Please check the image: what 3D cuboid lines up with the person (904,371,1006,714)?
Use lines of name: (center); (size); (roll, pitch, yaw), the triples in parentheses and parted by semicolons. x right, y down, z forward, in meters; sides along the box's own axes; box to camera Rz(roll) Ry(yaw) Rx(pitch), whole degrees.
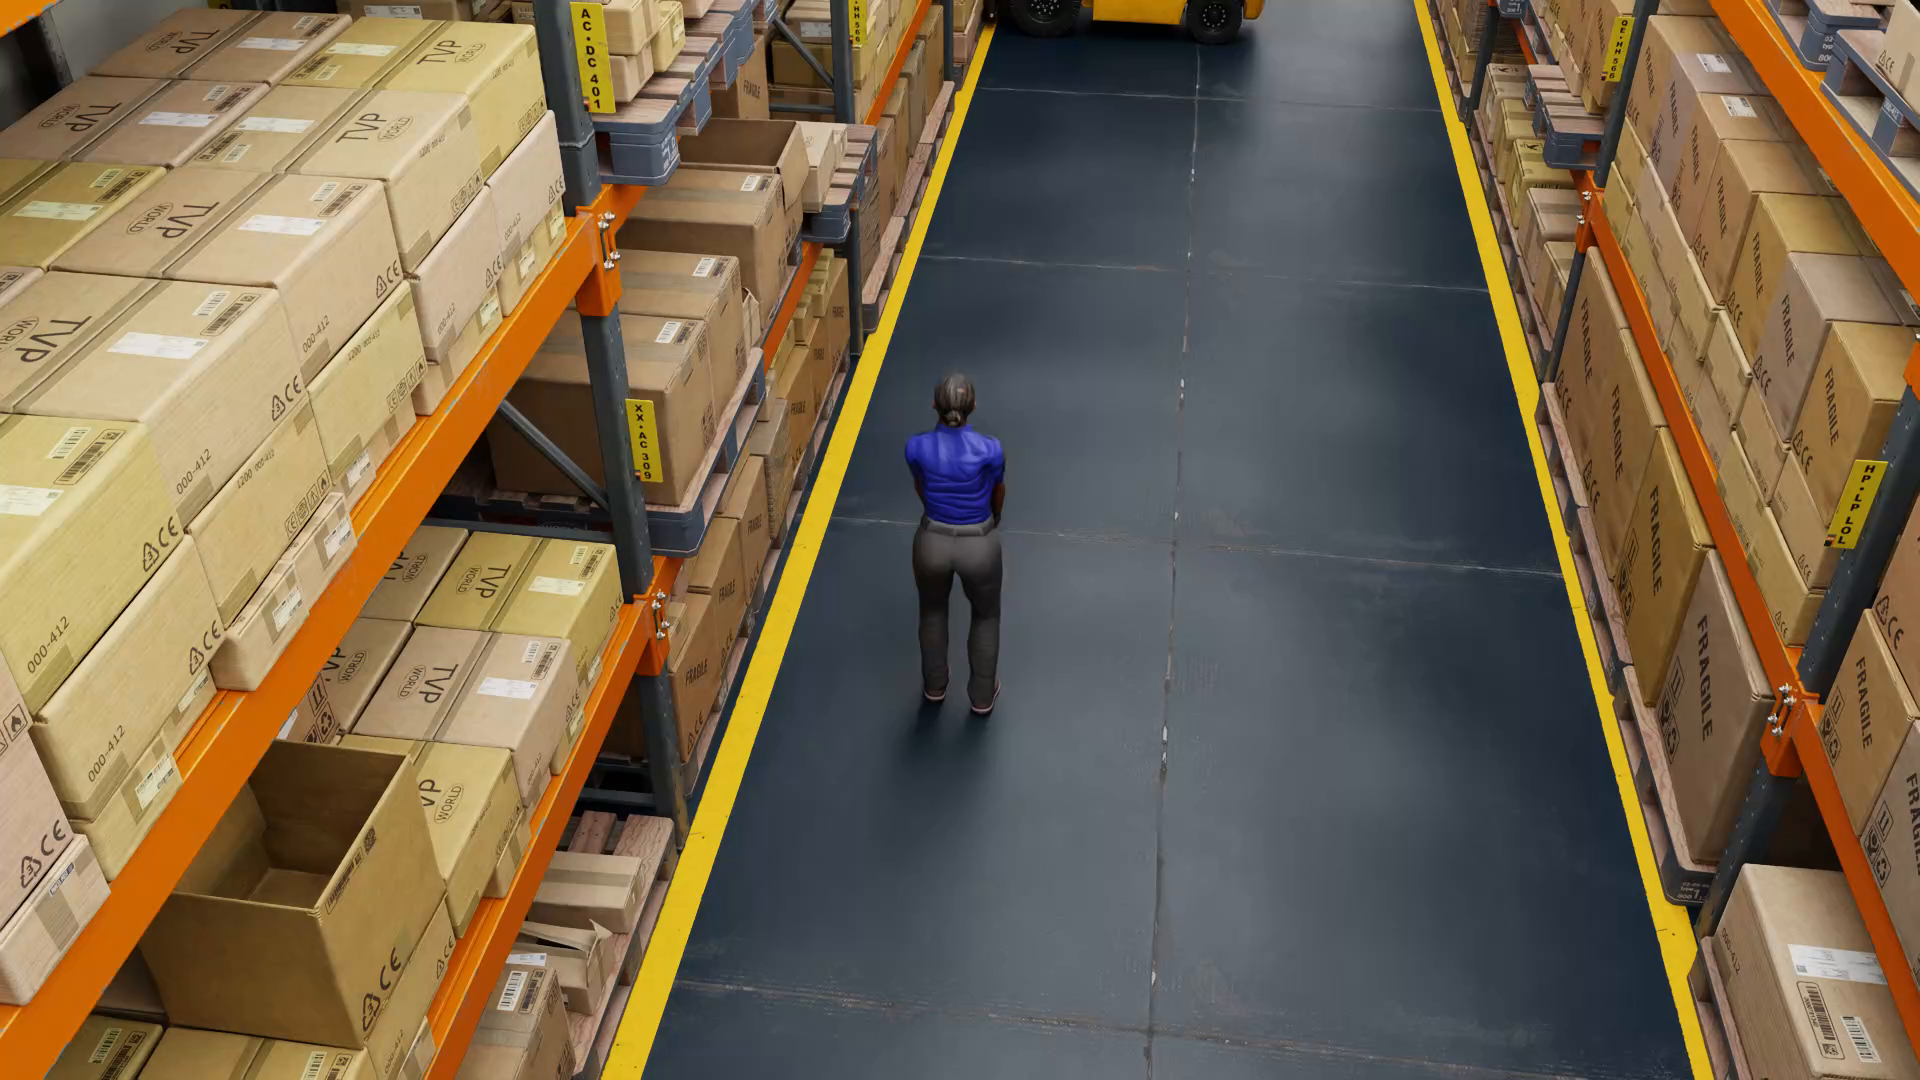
person: (-0.013, -0.011, 7.071); (0.413, 1.652, 0.521); (4, 37, 5)
